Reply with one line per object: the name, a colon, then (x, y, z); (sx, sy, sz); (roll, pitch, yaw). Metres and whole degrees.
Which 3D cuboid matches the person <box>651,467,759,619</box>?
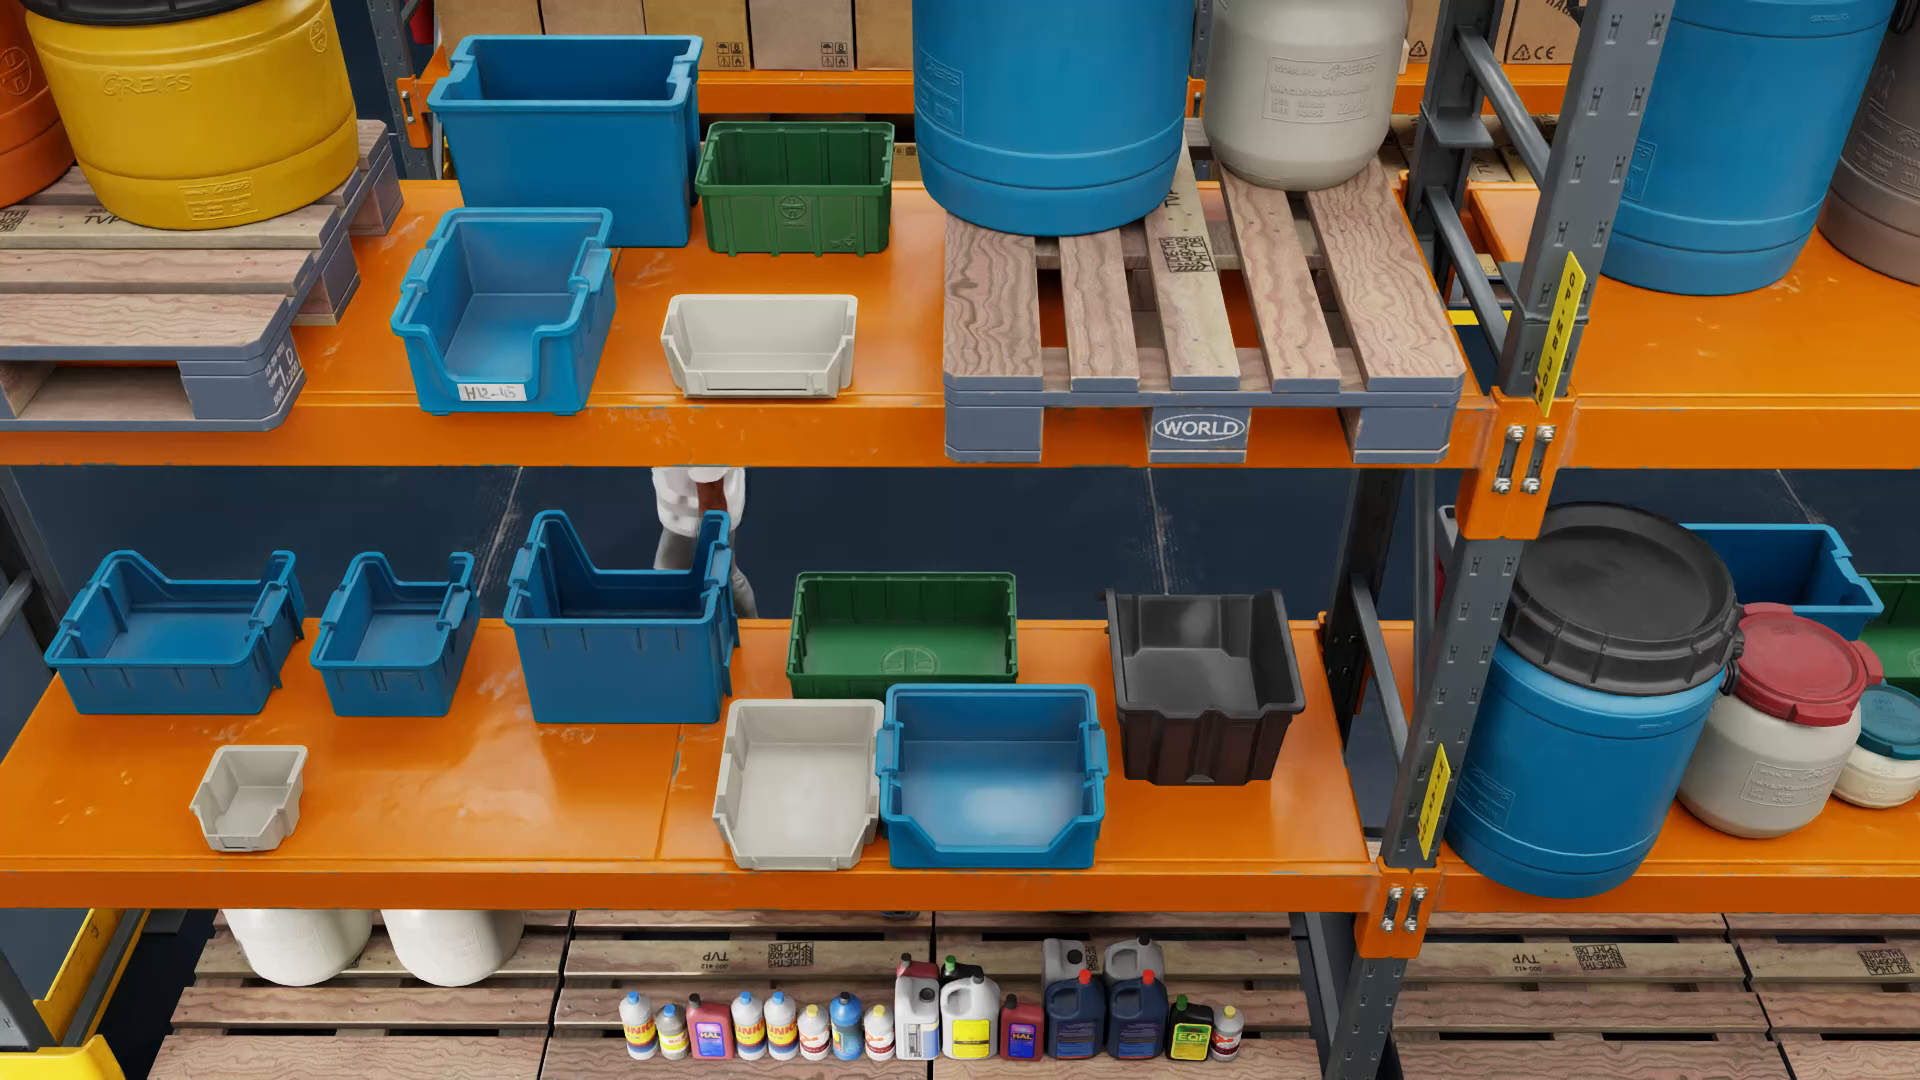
person: (-1.055, -0.113, 6.275); (0.550, 1.801, 0.615); (0, 39, 0)
